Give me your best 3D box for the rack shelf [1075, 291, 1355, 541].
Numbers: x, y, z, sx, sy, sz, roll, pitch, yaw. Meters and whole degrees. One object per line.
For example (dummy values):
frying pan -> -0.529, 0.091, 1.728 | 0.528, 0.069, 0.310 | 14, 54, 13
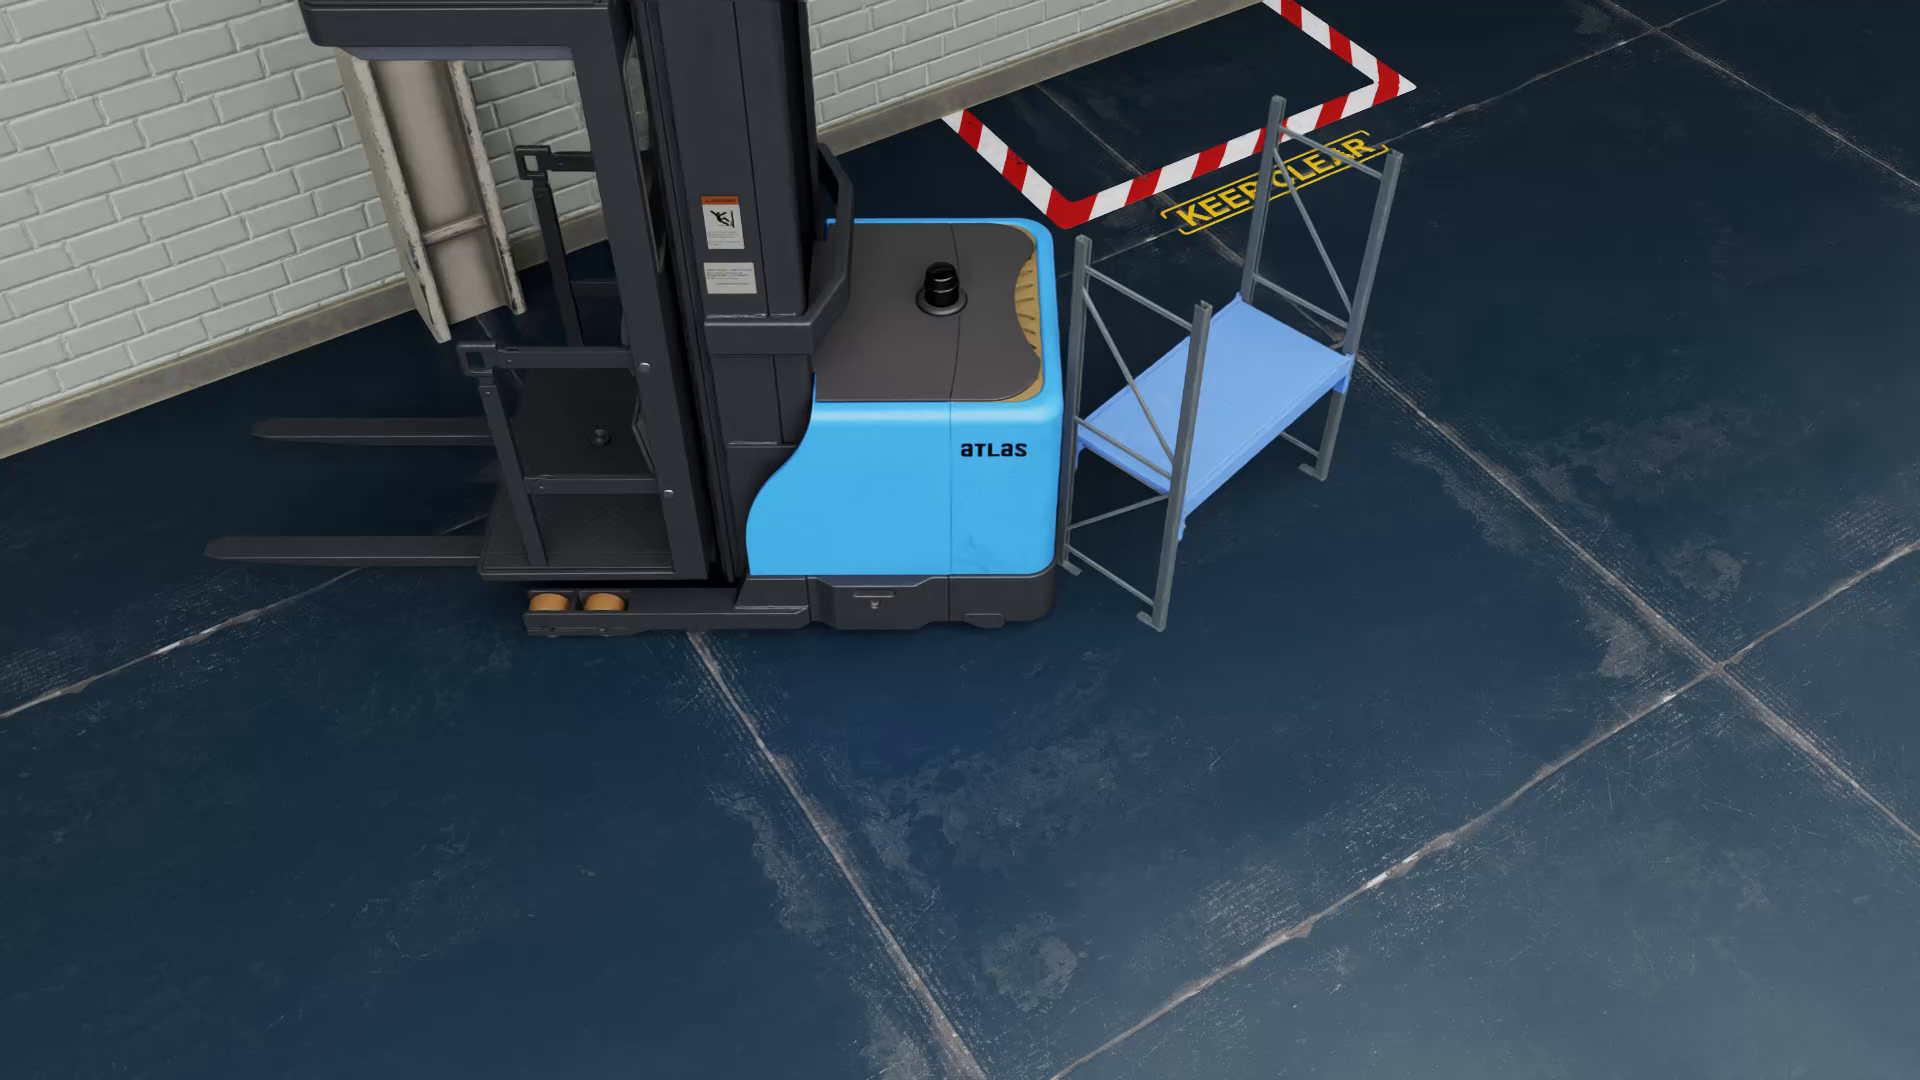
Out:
rack shelf -> 0.888, -0.460, 5.897 | 0.538, 0.185, 1.000 | 35, 57, 27

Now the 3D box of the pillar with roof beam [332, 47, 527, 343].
pillar with roof beam -> 0.195, -1.274, 1.359 | 0.400, 9.000, 9.100 | -25, 53, -21

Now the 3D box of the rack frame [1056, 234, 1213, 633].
rack frame -> 0.543, -0.301, 5.514 | 0.500, 1.500, 0.032 | 35, 57, 27

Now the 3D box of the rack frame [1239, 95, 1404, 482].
rack frame -> 1.233, -0.859, 6.011 | 0.500, 1.500, 0.032 | 35, 57, 27

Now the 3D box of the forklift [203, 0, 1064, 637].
forklift -> -1.177, -1.027, 5.202 | 3.031, 2.935, 1.130 | 0, 48, 0

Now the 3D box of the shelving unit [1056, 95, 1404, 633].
shelving unit -> 0.888, -0.580, 5.762 | 0.538, 1.500, 1.048 | 35, 57, 27
